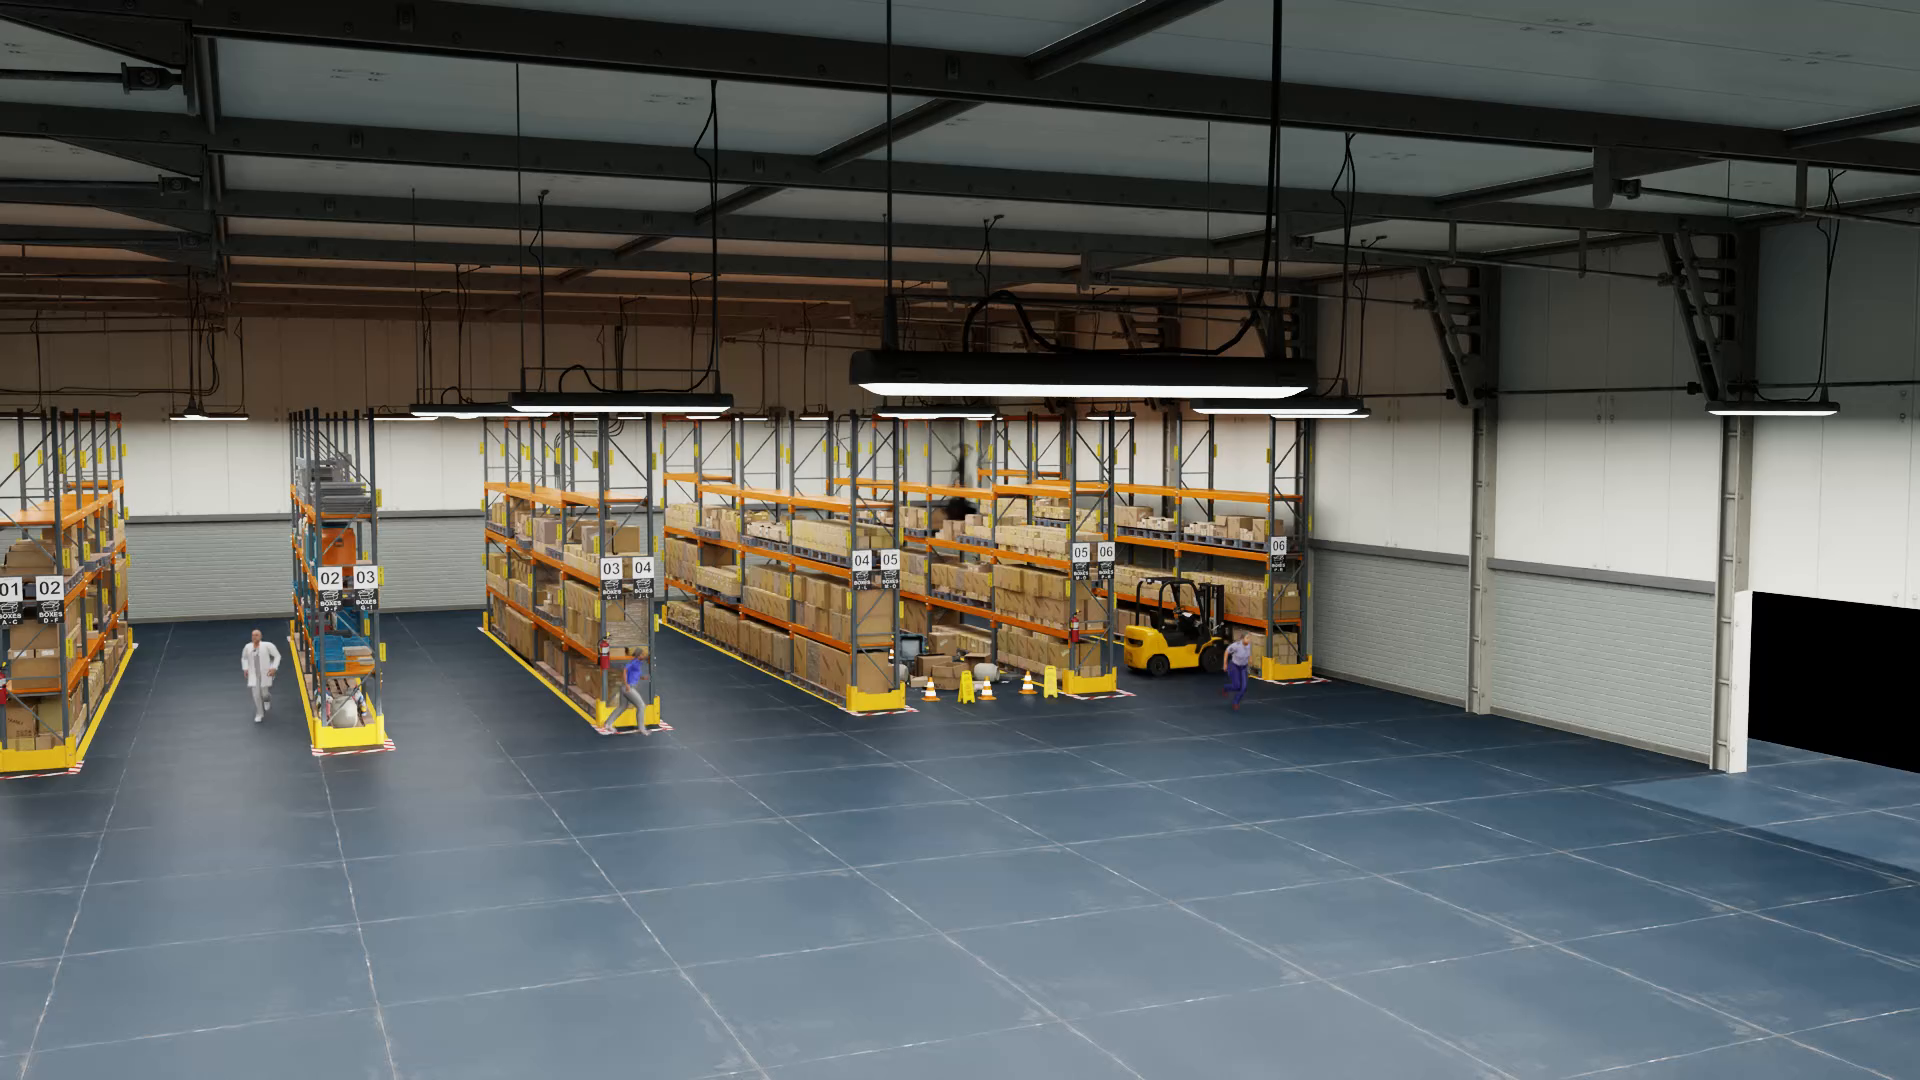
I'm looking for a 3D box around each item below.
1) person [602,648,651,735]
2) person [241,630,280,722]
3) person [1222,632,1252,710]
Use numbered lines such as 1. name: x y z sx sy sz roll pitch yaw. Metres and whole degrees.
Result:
1. person: -6.097 2.803 30.421 0.878 1.671 0.639 -1 4 -14
2. person: -13.540 2.607 32.222 0.725 1.763 0.708 0 4 -7
3. person: 5.572 2.627 33.435 0.599 1.571 0.703 -3 5 -36
